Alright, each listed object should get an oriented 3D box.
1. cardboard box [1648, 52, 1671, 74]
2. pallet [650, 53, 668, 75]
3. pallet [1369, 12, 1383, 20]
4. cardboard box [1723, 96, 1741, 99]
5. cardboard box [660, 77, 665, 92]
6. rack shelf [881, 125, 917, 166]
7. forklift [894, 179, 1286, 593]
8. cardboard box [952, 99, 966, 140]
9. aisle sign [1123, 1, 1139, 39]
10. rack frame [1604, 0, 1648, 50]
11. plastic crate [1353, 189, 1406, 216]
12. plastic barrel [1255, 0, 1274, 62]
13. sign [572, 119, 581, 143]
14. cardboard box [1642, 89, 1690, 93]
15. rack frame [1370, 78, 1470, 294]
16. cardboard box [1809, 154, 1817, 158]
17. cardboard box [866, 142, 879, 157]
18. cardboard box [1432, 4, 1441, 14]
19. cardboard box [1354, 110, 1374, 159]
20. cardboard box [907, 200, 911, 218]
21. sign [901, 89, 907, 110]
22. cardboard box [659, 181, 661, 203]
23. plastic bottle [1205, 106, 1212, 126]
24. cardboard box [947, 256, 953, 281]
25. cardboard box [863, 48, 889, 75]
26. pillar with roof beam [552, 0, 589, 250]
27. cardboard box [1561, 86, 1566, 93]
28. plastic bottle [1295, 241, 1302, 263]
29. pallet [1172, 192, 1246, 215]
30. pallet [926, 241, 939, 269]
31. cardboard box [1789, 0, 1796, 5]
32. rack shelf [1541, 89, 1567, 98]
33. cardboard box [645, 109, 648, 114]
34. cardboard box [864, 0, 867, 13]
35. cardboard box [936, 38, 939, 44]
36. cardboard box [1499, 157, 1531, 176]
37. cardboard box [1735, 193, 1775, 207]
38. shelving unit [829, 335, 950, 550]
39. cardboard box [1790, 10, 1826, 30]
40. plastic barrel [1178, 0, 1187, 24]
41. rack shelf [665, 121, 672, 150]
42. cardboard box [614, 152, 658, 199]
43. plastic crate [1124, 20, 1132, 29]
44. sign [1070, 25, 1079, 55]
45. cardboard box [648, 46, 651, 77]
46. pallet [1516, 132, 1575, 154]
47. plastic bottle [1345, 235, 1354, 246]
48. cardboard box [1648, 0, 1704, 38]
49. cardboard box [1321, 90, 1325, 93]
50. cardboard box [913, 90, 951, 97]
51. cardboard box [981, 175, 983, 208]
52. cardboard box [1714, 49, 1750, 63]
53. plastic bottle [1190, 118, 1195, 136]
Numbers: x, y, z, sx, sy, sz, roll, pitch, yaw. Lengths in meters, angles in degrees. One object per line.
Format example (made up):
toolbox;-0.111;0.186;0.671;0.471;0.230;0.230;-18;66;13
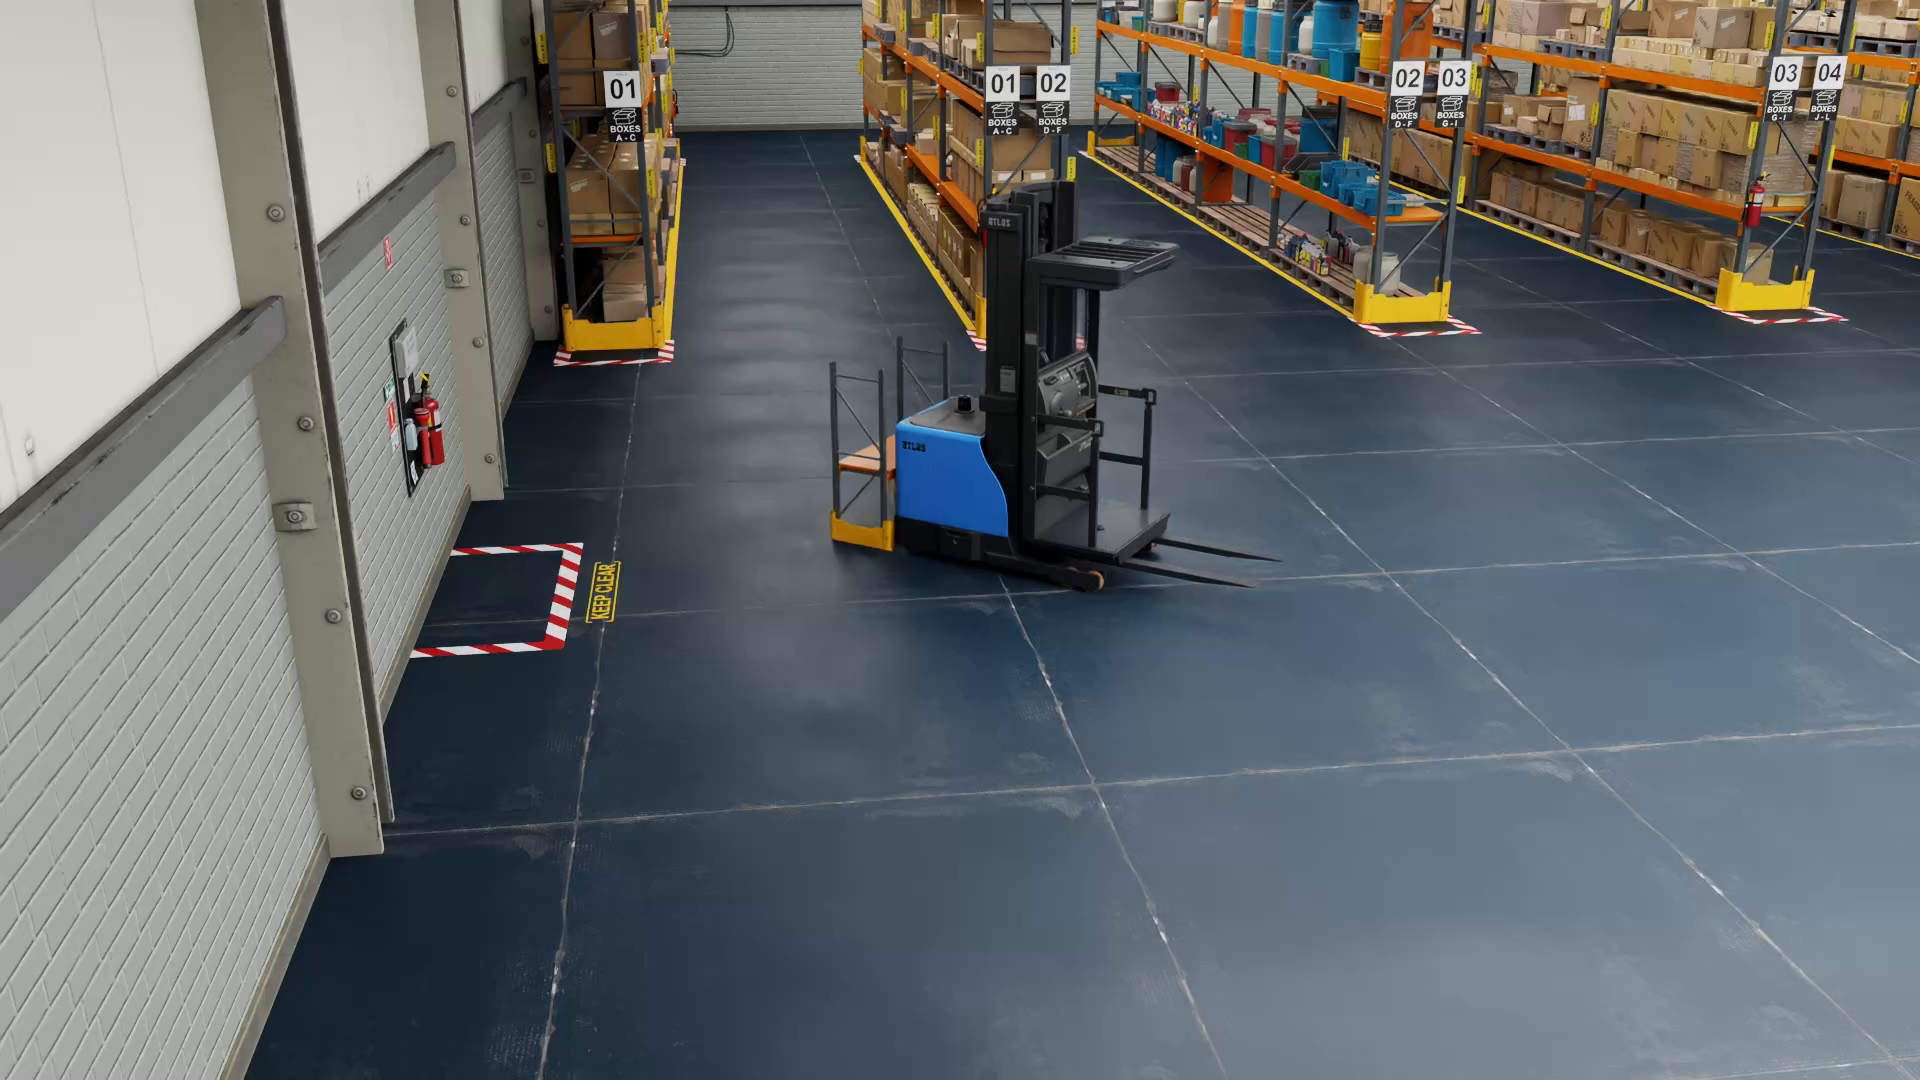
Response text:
cardboard box;9.962;-6.648;23.156;0.500;0.250;0.500;-4;21;-10
pallet;-4.680;-6.624;23.146;1.213;0.211;1.003;-3;21;-8
pallet;8.747;-10.255;32.725;1.003;0.211;1.213;-3;21;-8
cardboard box;13.830;-7.942;29.601;0.380;0.149;0.250;-4;21;-10
cardboard box;-5.392;-7.902;28.917;0.500;0.250;0.500;-3;21;-7
rack shelf;-0.660;-7.079;29.412;1.077;0.370;4.000;-3;21;-8
forklift;1.009;-1.182;12.693;3.031;2.935;1.130;11;23;27
cardboard box;0.275;-5.840;23.069;0.700;0.500;0.500;-3;21;-7
aisle sign;3.657;-11.000;35.165;0.394;0.787;0.004;-3;21;-8
rack frame;10.008;-8.648;24.008;1.000;3.000;0.127;-3;21;-8
plastic crate;5.315;-4.291;21.131;0.499;0.251;0.616;-3;21;-8
plastic barrel;4.725;-7.619;24.825;0.600;0.901;0.600;0;20;0
sign;-5.245;-5.601;22.771;0.100;0.325;0.005;-3;21;-8
cardboard box;10.345;-6.350;24.434;0.500;0.500;0.500;-3;21;-8
rack frame;5.684;-4.203;20.681;1.000;3.000;0.127;-3;21;-8
cardboard box;14.353;-6.365;29.086;1.050;0.750;0.750;-3;21;-8
cardboard box;-1.655;-8.036;34.246;0.500;0.250;0.500;-3;21;-8
cardboard box;8.924;-9.783;30.862;0.500;0.311;0.500;-4;21;-10
cardboard box;8.709;-8.353;34.229;0.875;0.875;0.875;-3;21;-8
cardboard box;-0.587;-5.436;27.314;0.500;0.250;0.500;-3;21;-8
sign;-0.907;-7.199;27.161;0.100;0.325;0.005;-3;21;-8
cardboard box;-4.177;-4.532;21.749;0.500;0.250;0.500;-3;21;-8
plastic bottle;4.438;-7.597;29.840;0.144;0.351;0.185;-3;21;-8
cardboard box;0.106;-3.725;22.732;0.500;0.250;0.500;-3;21;-8
cardboard box;-1.722;-9.842;34.208;0.500;0.500;0.500;-2;21;-6
pillar with roof beam;-1.682;-9.007;24.969;9.100;9.000;0.400;-3;21;-8
cardboard box;13.160;-9.696;35.749;0.380;0.149;0.250;-2;21;-5
plastic bottle;4.822;-4.096;23.650;0.061;0.283;0.133;-2;21;-5
pallet;4.375;-5.937;29.310;1.003;0.211;1.213;-3;21;-8
pallet;0.060;-4.286;24.889;1.003;0.211;1.213;-3;21;-8
cardboard box;18.014;-11.635;35.909;0.380;0.149;0.250;-2;21;-6
rack shelf;13.489;-9.178;35.030;1.077;0.370;4.000;-3;21;-8
cardboard box;-5.088;-6.371;25.716;0.700;0.500;0.500;-5;21;-13
cardboard box;-1.644;-10.698;33.286;0.500;0.250;0.500;-3;21;-8
cardboard box;-0.086;-7.722;25.431;0.500;0.250;0.500;-3;21;-9
cardboard box;9.558;-6.378;28.378;0.500;0.250;0.500;-2;21;-6
cardboard box;10.339;-4.423;21.630;0.380;0.149;0.250;-3;21;-8
shelving unit;-0.557;-0.830;13.791;0.587;1.500;1.083;11;23;28
cardboard box;14.241;-8.783;28.041;0.500;0.311;0.500;-3;21;-8
plastic barrel;4.286;-9.742;30.355;0.600;0.588;0.600;0;20;0
rack shelf;-5.562;-6.828;28.739;1.077;0.370;4.000;-3;21;-8
cardboard box;-4.021;-4.525;20.657;0.500;0.500;0.500;-4;21;-10
plastic crate;3.394;-10.060;32.454;0.293;0.136;0.466;-3;21;-8
sign;1.331;-5.832;19.394;0.100;0.325;0.005;-3;21;-8
cardboard box;-4.379;-6.386;22.068;0.500;0.500;0.500;-2;21;-6
pallet;9.757;-6.449;26.970;1.003;0.211;1.213;-3;21;-8
plastic bottle;5.559;-4.166;23.740;0.144;0.351;0.185;-3;21;-8
cardboard box;10.325;-7.520;23.993;0.500;0.500;0.500;-4;21;-9
cardboard box;8.003;-9.735;35.852;0.380;0.149;0.250;-3;21;-7
cardboard box;-0.517;-7.506;28.783;0.700;0.500;0.500;1;20;2
cardboard box;0.646;-4.345;20.919;0.700;0.500;0.500;-2;21;-6
cardboard box;10.107;-6.325;21.722;0.380;0.149;0.250;-3;21;-7
plastic bottle;4.017;-7.116;28.649;0.061;0.283;0.133;-3;21;-8
